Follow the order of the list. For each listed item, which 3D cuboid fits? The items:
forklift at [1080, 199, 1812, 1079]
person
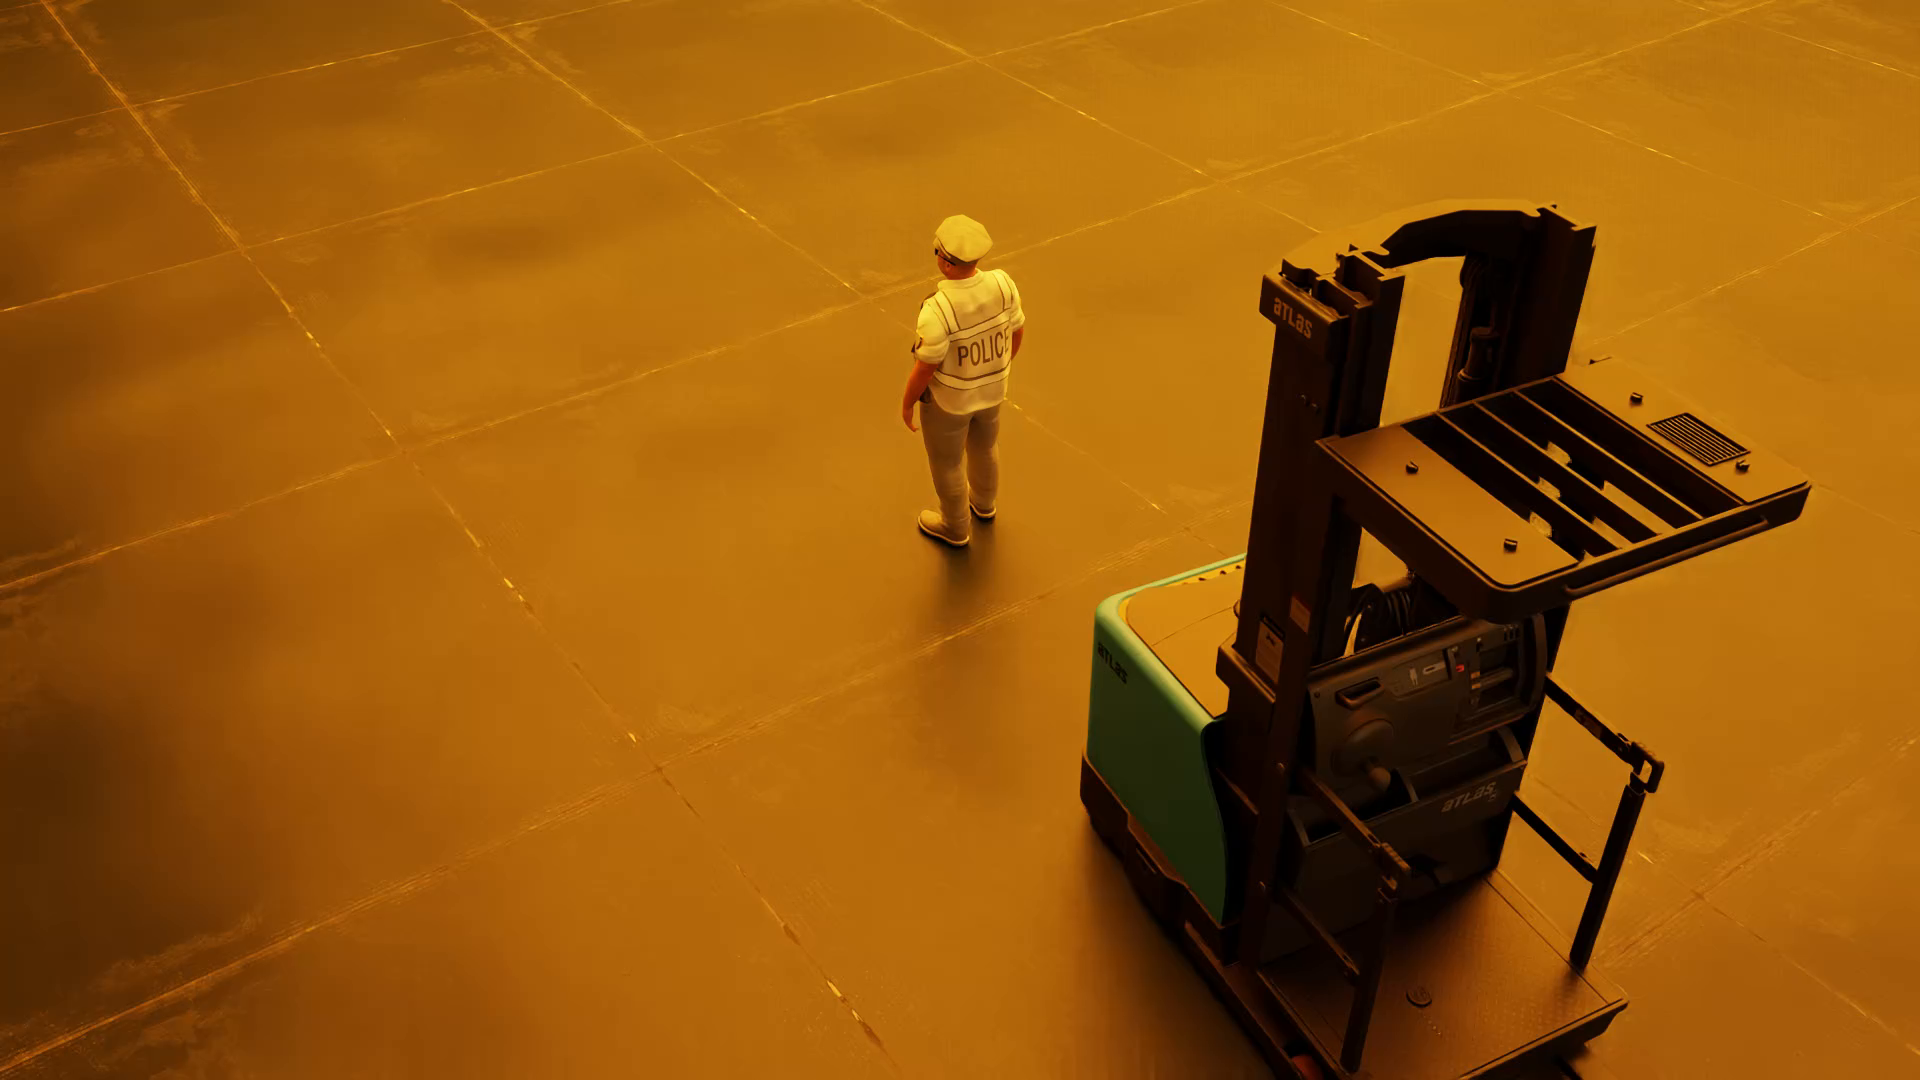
[{"bbox_3d":[1.601,0.571,5.173,1.130,2.935,3.031,-16,40,-21],"label":"forklift"},{"bbox_3d":[-0.035,-0.764,7.932,0.640,1.781,0.575,-23,42,-28],"label":"person"}]
